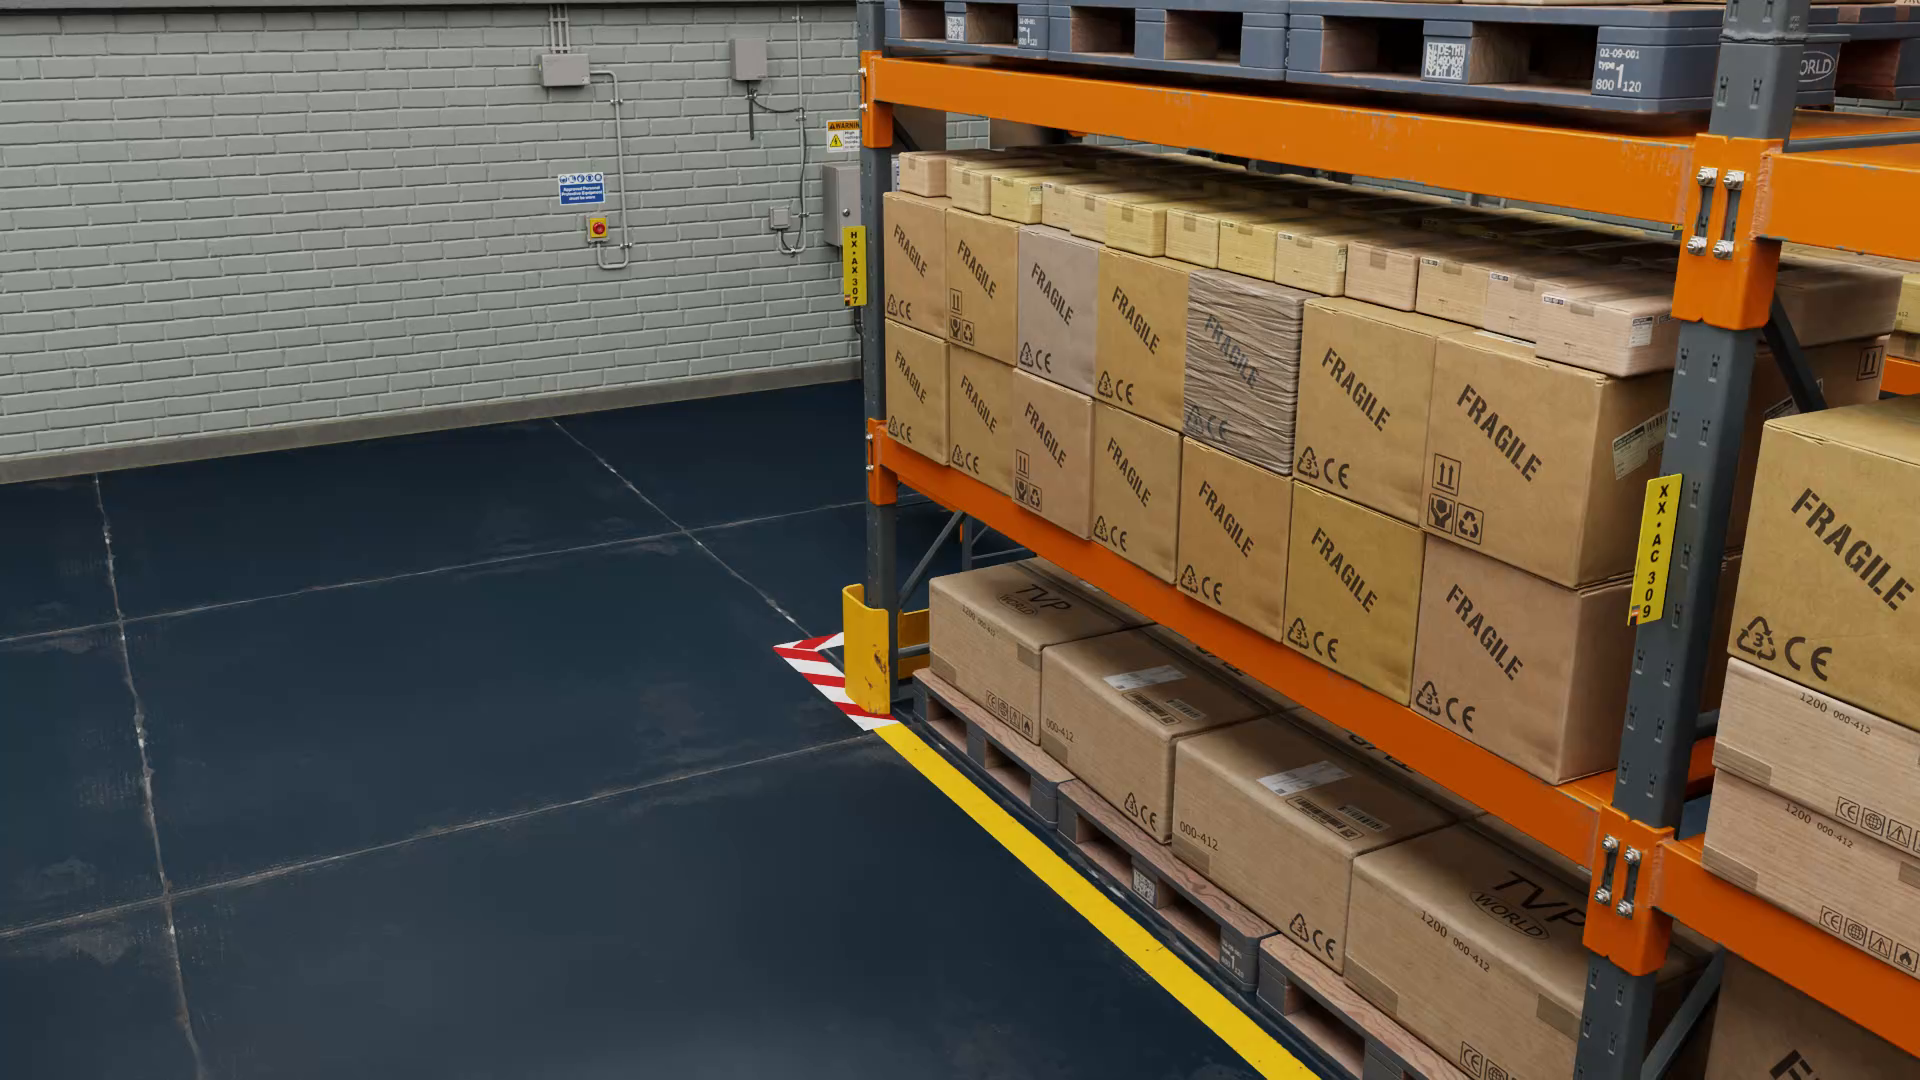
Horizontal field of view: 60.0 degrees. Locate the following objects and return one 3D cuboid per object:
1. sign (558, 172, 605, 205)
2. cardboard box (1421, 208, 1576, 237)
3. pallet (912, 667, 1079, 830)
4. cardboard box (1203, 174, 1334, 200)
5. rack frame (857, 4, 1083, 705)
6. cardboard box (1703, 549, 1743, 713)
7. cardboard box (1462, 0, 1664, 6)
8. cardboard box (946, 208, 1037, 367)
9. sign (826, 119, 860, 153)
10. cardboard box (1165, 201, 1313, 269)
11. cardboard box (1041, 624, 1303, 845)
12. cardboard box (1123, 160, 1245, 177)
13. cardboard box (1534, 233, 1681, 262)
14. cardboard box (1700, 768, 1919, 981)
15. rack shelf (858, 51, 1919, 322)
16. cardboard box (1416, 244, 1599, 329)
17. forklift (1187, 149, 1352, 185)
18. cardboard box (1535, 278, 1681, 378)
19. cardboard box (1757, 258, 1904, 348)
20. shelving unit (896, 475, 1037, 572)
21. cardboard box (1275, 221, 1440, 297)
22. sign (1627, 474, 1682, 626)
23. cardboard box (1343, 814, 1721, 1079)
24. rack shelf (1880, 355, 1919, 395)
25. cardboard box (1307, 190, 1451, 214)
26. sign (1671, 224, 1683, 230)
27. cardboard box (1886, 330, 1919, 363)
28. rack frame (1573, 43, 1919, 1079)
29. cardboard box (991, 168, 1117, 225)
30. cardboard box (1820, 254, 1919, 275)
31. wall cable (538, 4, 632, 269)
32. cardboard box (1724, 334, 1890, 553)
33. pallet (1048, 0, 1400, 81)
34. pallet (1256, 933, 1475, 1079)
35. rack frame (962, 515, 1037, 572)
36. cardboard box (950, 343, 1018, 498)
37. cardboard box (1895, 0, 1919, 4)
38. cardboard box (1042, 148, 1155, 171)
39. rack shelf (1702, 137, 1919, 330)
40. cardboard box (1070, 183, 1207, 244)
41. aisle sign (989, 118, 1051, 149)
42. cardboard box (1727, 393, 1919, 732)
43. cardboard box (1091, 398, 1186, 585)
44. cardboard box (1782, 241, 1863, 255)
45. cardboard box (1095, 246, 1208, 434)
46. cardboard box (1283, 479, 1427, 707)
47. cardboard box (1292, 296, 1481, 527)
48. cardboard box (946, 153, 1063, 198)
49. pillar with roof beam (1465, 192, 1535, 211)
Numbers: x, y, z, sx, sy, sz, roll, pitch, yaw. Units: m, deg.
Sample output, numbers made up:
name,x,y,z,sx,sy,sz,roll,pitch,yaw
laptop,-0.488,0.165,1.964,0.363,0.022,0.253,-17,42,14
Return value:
name,x,y,z,sx,sy,sz,roll,pitch,yaw
sign,-2.712,-2.518,11.916,0.327,0.218,0.001,-10,21,-27
cardboard box,1.577,-0.874,4.885,0.380,0.149,0.250,-11,22,-28
pallet,0.507,0.770,7.075,1.003,0.211,1.213,-10,21,-27
cardboard box,1.059,-1.162,5.720,0.380,0.149,0.250,-9,21,-25
rack frame,0.058,-0.765,7.251,1.000,3.000,0.127,-10,21,-27
cardboard box,1.965,0.160,4.415,0.500,0.500,0.500,-9,21,-25
cardboard box,1.373,-1.351,3.758,0.396,0.266,0.258,-9,21,-25
cardboard box,0.287,-0.956,6.117,0.500,0.500,0.500,-11,22,-28
sign,-0.869,-3.105,12.765,0.339,0.242,0.001,-10,21,-27
cardboard box,0.850,-0.928,5.041,0.380,0.149,0.250,-10,21,-27
cardboard box,0.901,0.683,6.338,0.875,0.438,0.875,-9,21,-25
cardboard box,0.826,-1.311,6.151,0.380,0.149,0.250,-9,21,-25
cardboard box,1.742,-0.712,4.417,0.380,0.149,0.250,-10,22,-27
cardboard box,1.934,0.621,3.463,0.500,0.250,0.500,-11,22,-28
rack shelf,1.008,-1.269,5.215,1.077,0.370,4.000,-10,21,-27
cardboard box,1.392,-0.648,4.231,0.380,0.149,0.250,-10,21,-27
forklift,2.175,-1.721,10.125,3.031,2.935,1.130,-8,21,-23
cardboard box,1.531,-0.483,3.751,0.380,0.149,0.250,-10,22,-28
cardboard box,2.036,-0.574,4.017,0.380,0.149,0.250,-10,22,-27
shelving unit,-0.003,-0.534,9.454,0.538,1.125,1.048,-10,21,-27
cardboard box,1.105,-0.784,4.626,0.380,0.149,0.250,-10,21,-27
sign,1.470,0.023,3.518,0.100,0.325,0.005,-10,21,-27
cardboard box,1.754,1.199,4.843,0.875,0.438,0.875,-10,22,-27
rack shelf,5.374,-0.621,7.935,1.077,0.370,4.000,-10,21,-27
cardboard box,1.329,-1.015,5.292,0.380,0.149,0.250,-10,21,-26
sign,3.947,-1.860,9.097,0.100,0.325,0.005,-10,21,-27
cardboard box,4.853,-0.986,8.276,0.380,0.149,0.250,-10,21,-26
rack frame,1.958,0.383,3.923,1.000,3.000,0.127,-10,21,-27
cardboard box,0.333,-1.218,5.881,0.380,0.149,0.250,-11,22,-28
cardboard box,4.643,-1.288,8.540,0.500,0.250,0.500,-10,21,-26
wall cable,-2.640,-2.875,11.760,0.585,1.953,0.123,-10,21,-27
cardboard box,1.945,-0.311,4.248,0.500,0.500,0.500,-10,21,-26
pallet,1.003,-1.579,5.147,1.003,0.211,1.213,-10,21,-27
pallet,1.665,1.471,5.046,1.003,0.211,1.213,-10,21,-27
rack frame,0.238,-0.388,9.031,0.500,1.125,0.032,-10,21,-27
cardboard box,0.298,-0.489,6.298,0.500,0.500,0.500,-10,22,-27
cardboard box,4.654,-2.710,8.063,0.500,0.250,0.500,-10,21,-26
cardboard box,0.546,-1.451,6.556,0.380,0.149,0.250,-10,21,-26
rack shelf,2.907,-0.121,1.887,1.077,0.370,4.000,-10,21,-27
cardboard box,0.586,-1.072,5.460,0.380,0.149,0.250,-10,21,-26
aisle sign,0.297,-2.063,7.026,0.394,0.787,0.004,-10,21,-27
cardboard box,1.913,0.034,3.248,0.500,0.500,0.500,-10,21,-26
cardboard box,0.776,-0.199,5.457,0.500,0.500,0.500,-9,21,-25
cardboard box,4.877,-1.514,9.194,0.500,0.250,0.500,-9,21,-25
cardboard box,0.776,-0.666,5.278,0.500,0.500,0.500,-10,21,-26
cardboard box,1.263,0.095,4.603,0.500,0.500,0.500,-11,22,-28
cardboard box,1.257,-0.377,4.438,0.500,0.500,0.500,-10,22,-27
cardboard box,0.170,-1.383,6.360,0.380,0.149,0.250,-9,21,-25
pillar with roof beam,0.149,-4.618,9.219,9.100,9.000,0.400,-10,21,-27
